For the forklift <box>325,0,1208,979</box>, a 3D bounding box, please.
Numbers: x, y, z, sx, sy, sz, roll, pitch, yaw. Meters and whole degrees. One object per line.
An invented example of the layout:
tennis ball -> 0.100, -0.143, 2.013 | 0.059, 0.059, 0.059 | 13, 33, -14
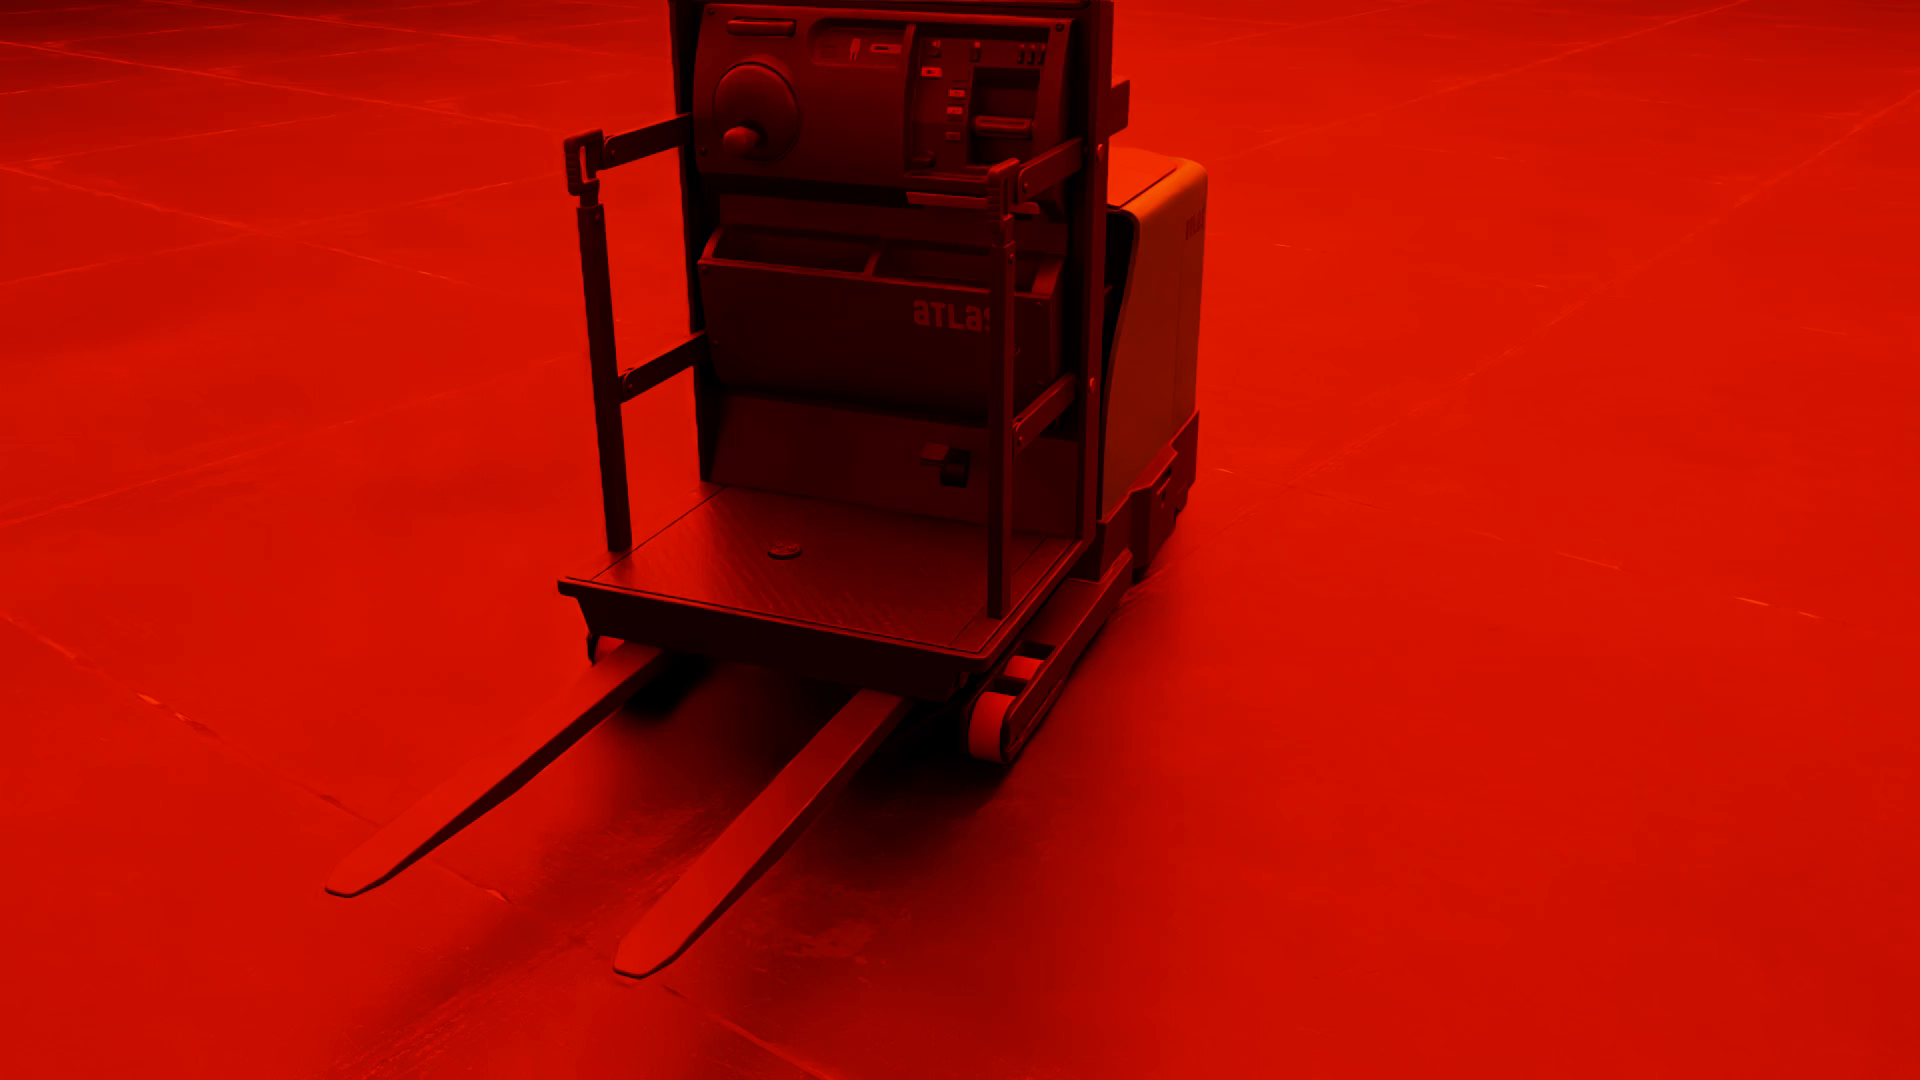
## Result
forklift -> -0.274, -1.019, 3.679 | 1.130, 2.935, 3.031 | 9, 25, 20
